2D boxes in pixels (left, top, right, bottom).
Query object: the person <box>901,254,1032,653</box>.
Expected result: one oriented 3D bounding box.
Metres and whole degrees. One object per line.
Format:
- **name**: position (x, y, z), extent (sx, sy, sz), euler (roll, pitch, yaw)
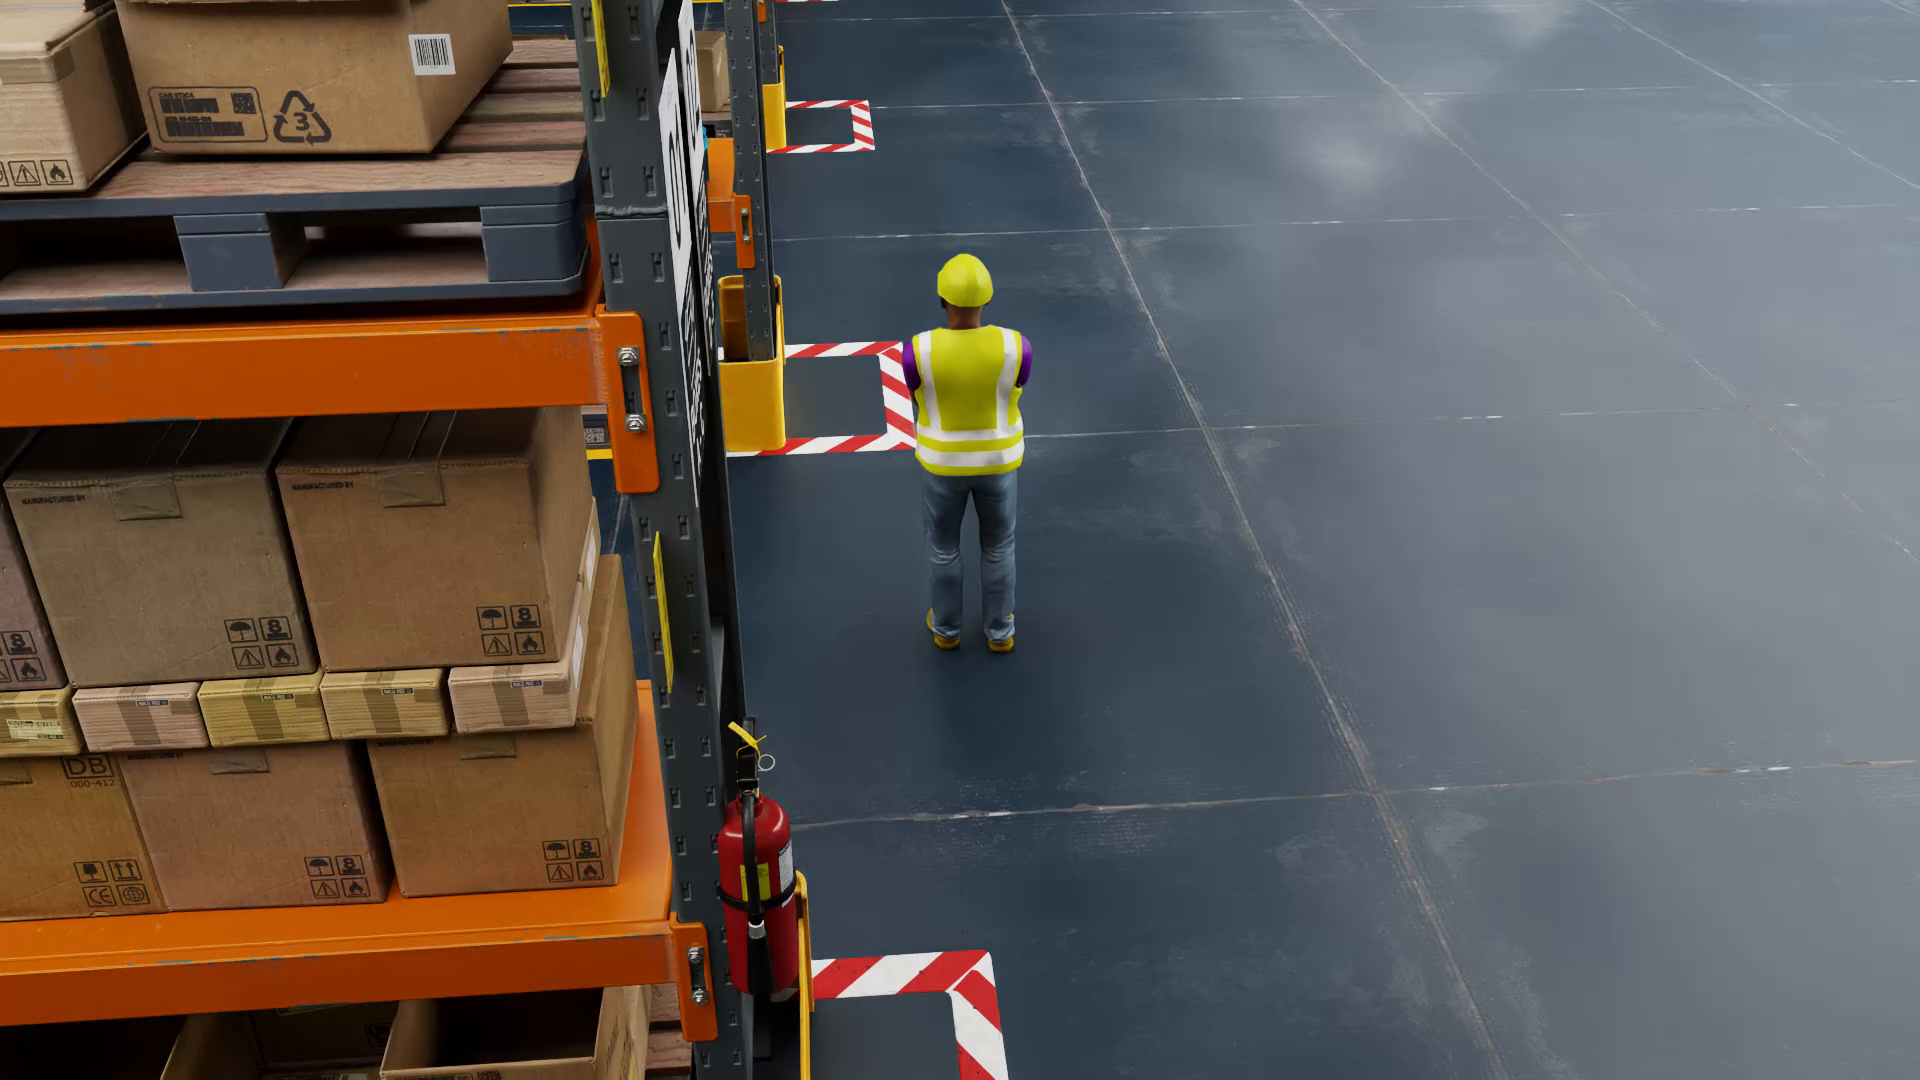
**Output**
- **person**: position (0.017, -0.371, 6.733), extent (0.504, 1.761, 0.581), euler (-2, 31, -4)
